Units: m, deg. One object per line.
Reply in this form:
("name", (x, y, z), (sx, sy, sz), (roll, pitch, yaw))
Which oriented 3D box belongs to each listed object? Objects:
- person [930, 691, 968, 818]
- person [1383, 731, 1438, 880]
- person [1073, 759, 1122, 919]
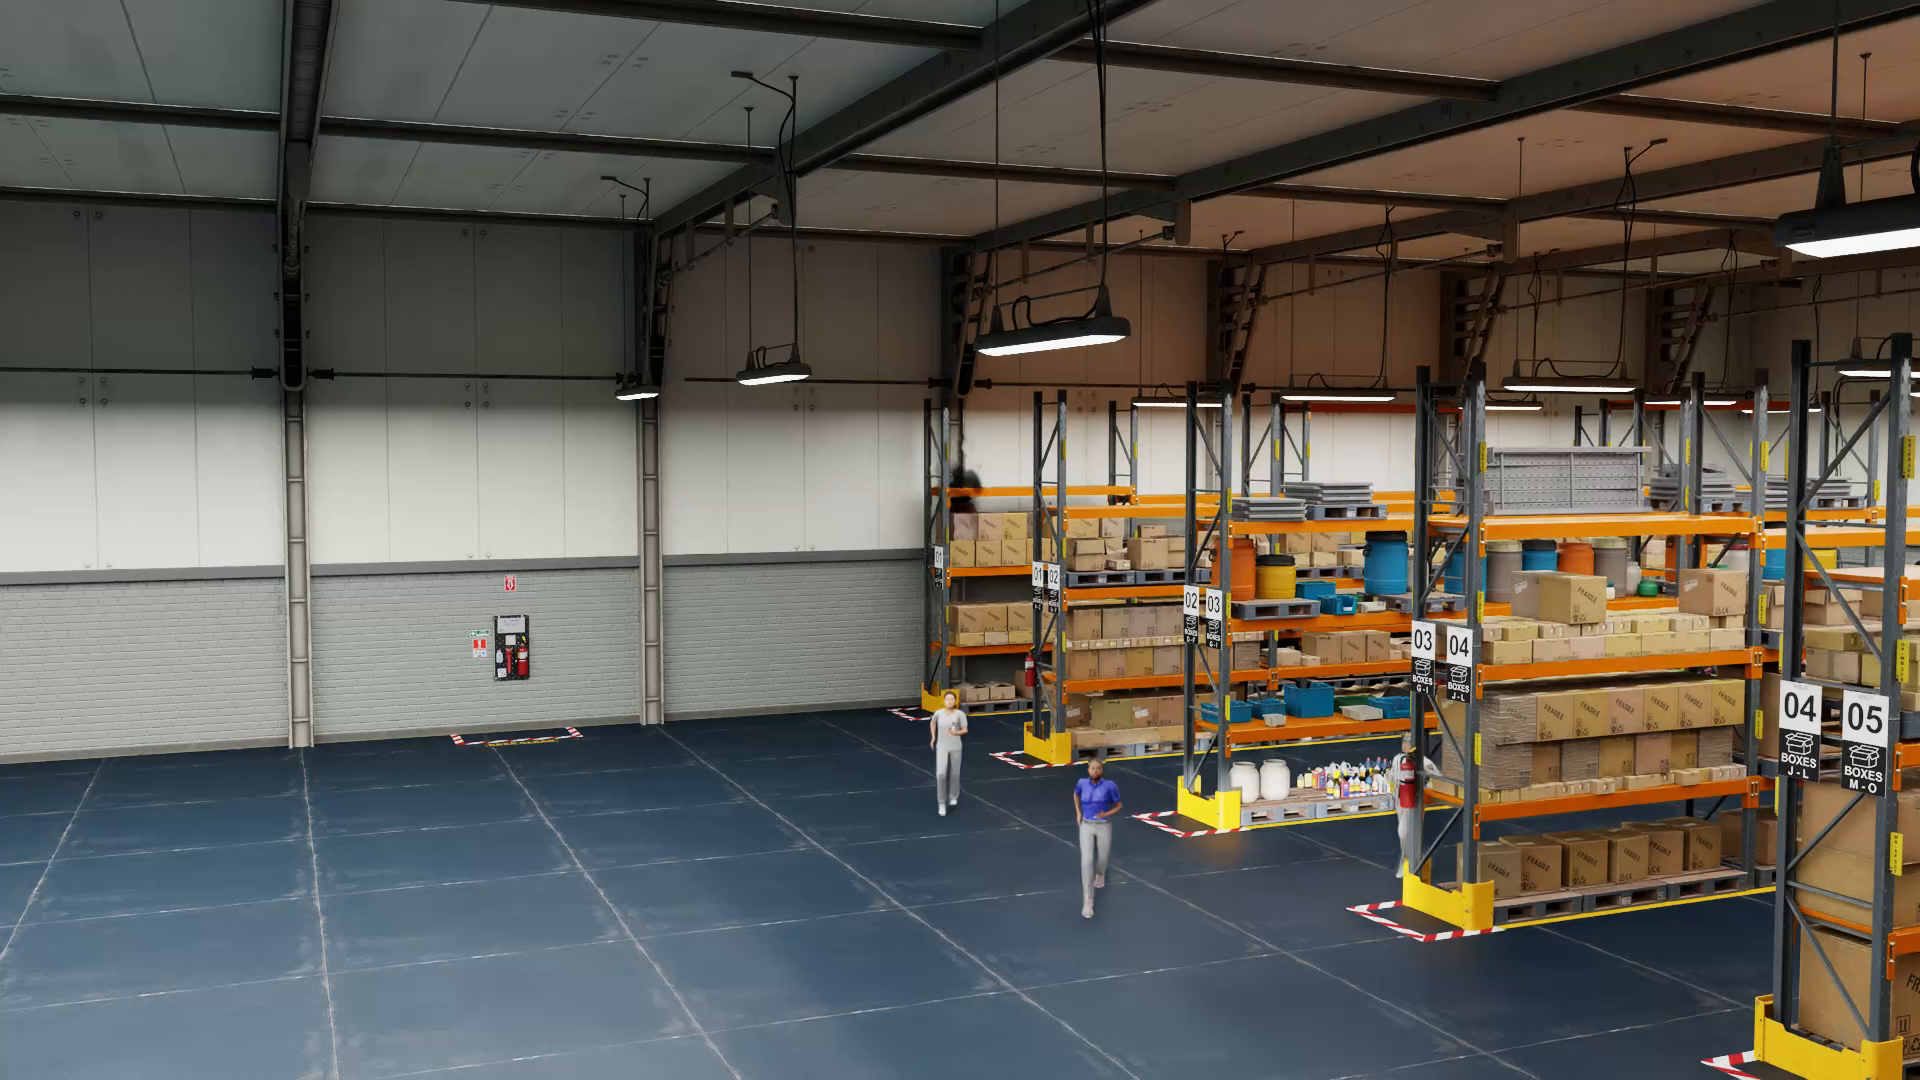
("person", (-0.158, 2.957, 23.206), (0.537, 1.723, 0.772), (0, 3, 3))
("person", (5.332, 3.143, 19.855), (0.719, 1.748, 0.596), (-2, 4, -35))
("person", (1.529, 3.354, 18.509), (0.544, 1.487, 1.089), (0, 3, 4))
